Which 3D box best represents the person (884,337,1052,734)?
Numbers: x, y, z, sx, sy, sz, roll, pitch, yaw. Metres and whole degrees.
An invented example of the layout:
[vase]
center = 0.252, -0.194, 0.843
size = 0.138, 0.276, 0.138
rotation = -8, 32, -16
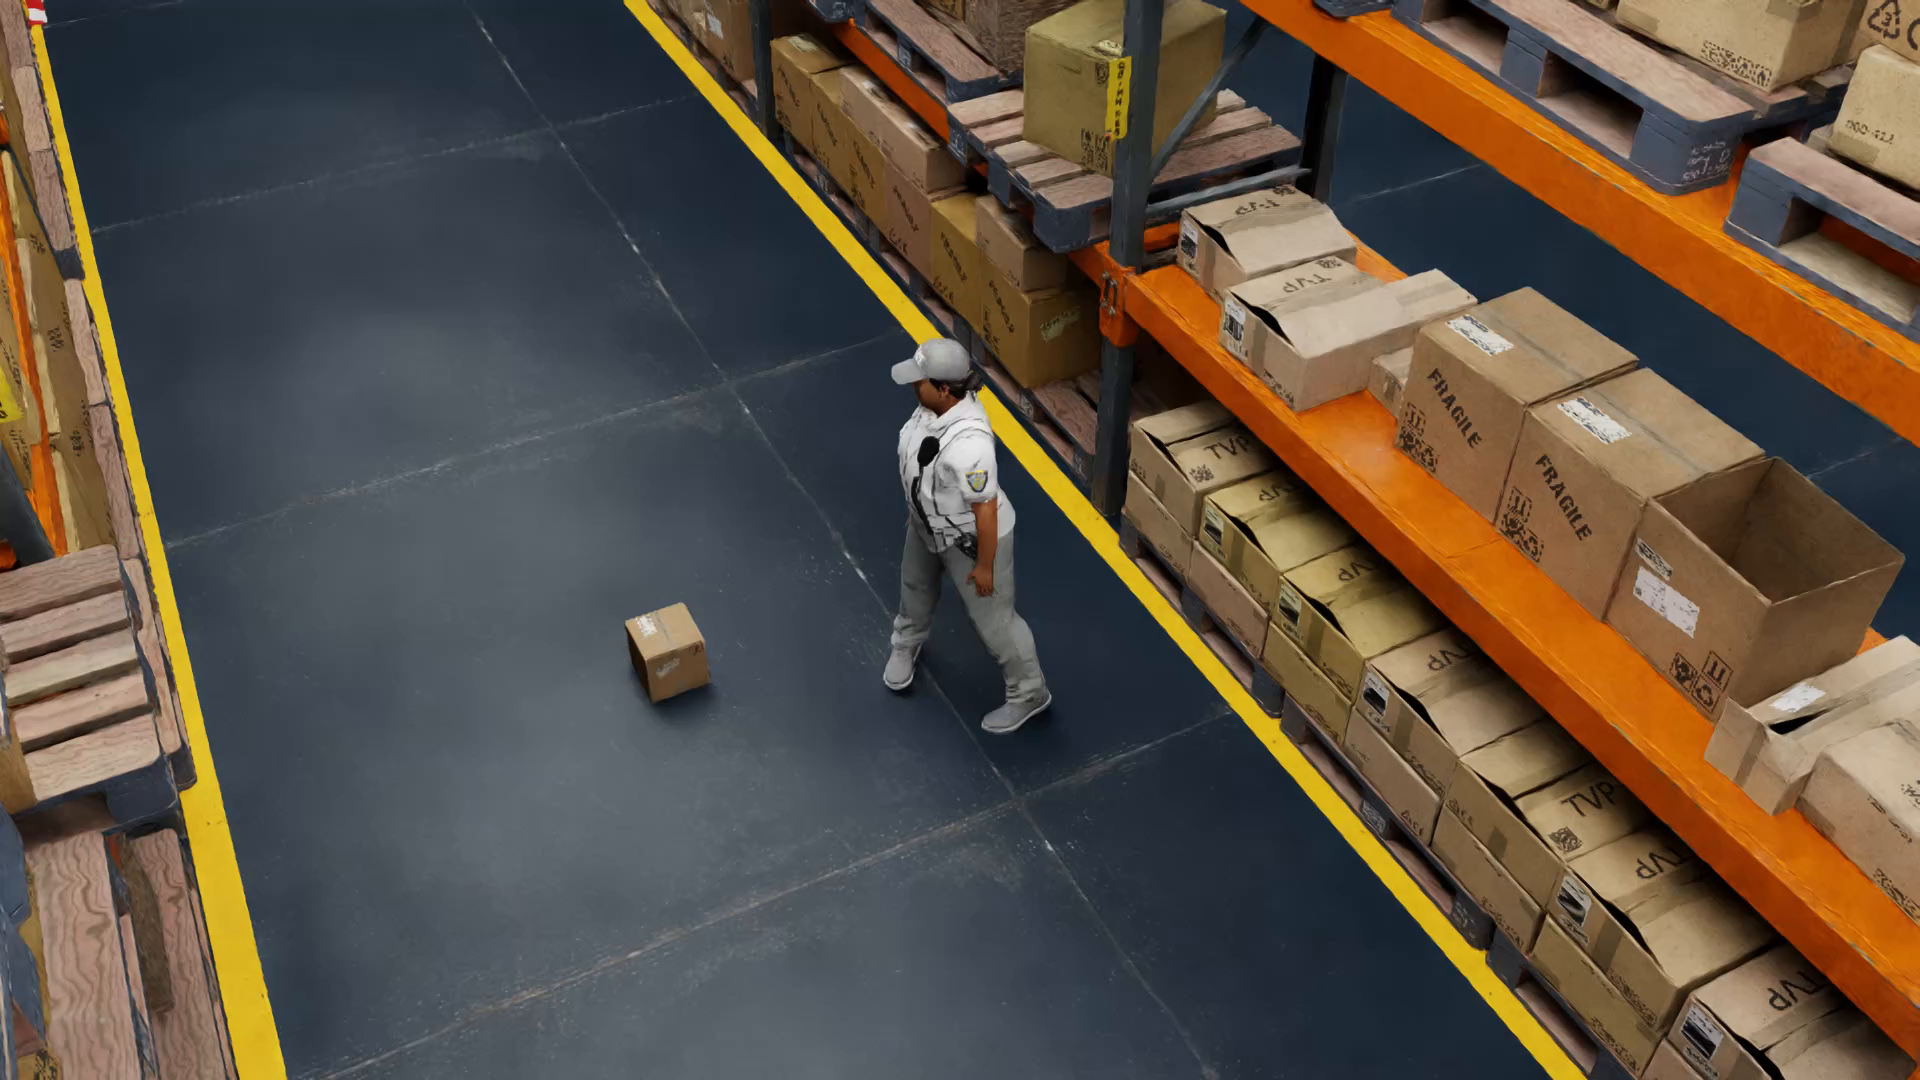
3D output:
[person]
center = 0.005, -0.021, 6.196
size = 0.580, 1.664, 0.616
rotation = -15, 44, -16
